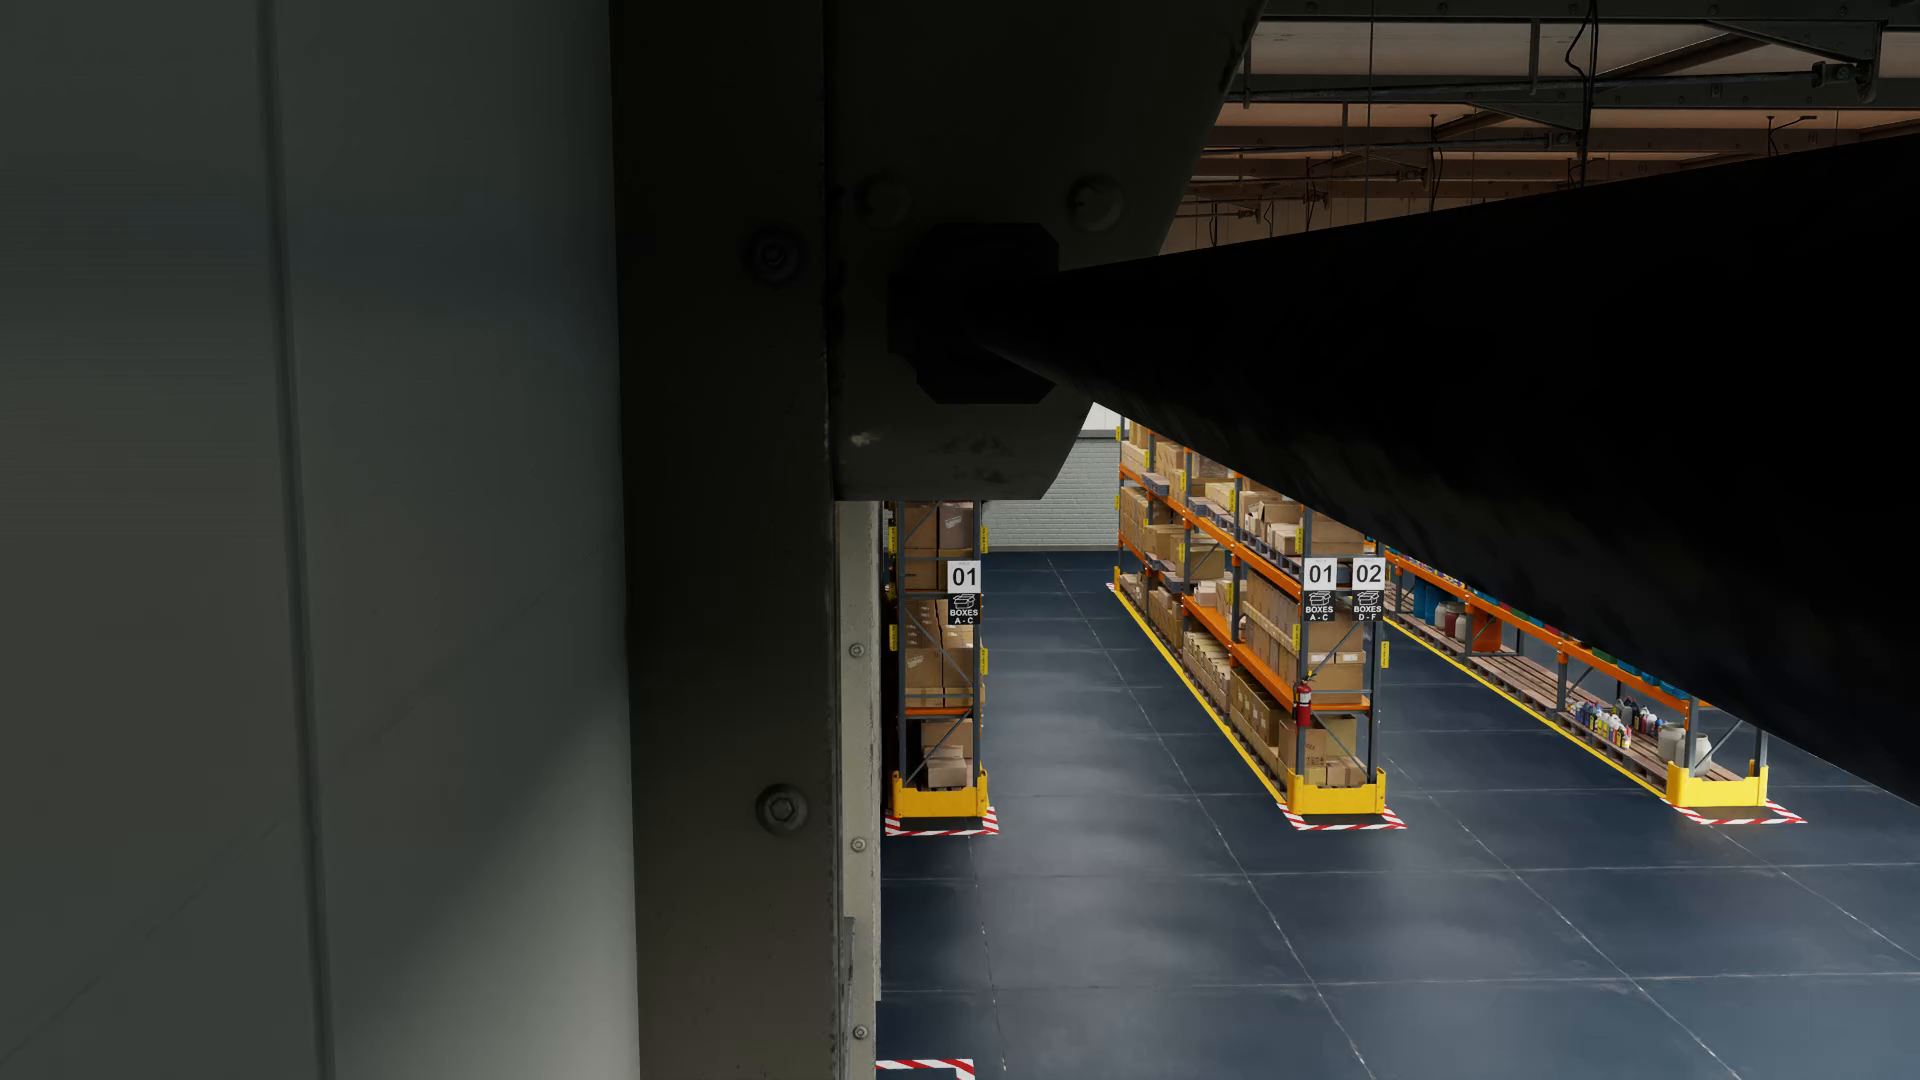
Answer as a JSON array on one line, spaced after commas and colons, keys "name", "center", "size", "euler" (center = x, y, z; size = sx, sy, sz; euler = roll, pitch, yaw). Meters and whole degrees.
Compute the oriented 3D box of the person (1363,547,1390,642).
[{"name": "person", "center": [7.633, 1.011, 30.664], "size": [0.684, 1.771, 0.969], "euler": [-1, 8, -8]}]
